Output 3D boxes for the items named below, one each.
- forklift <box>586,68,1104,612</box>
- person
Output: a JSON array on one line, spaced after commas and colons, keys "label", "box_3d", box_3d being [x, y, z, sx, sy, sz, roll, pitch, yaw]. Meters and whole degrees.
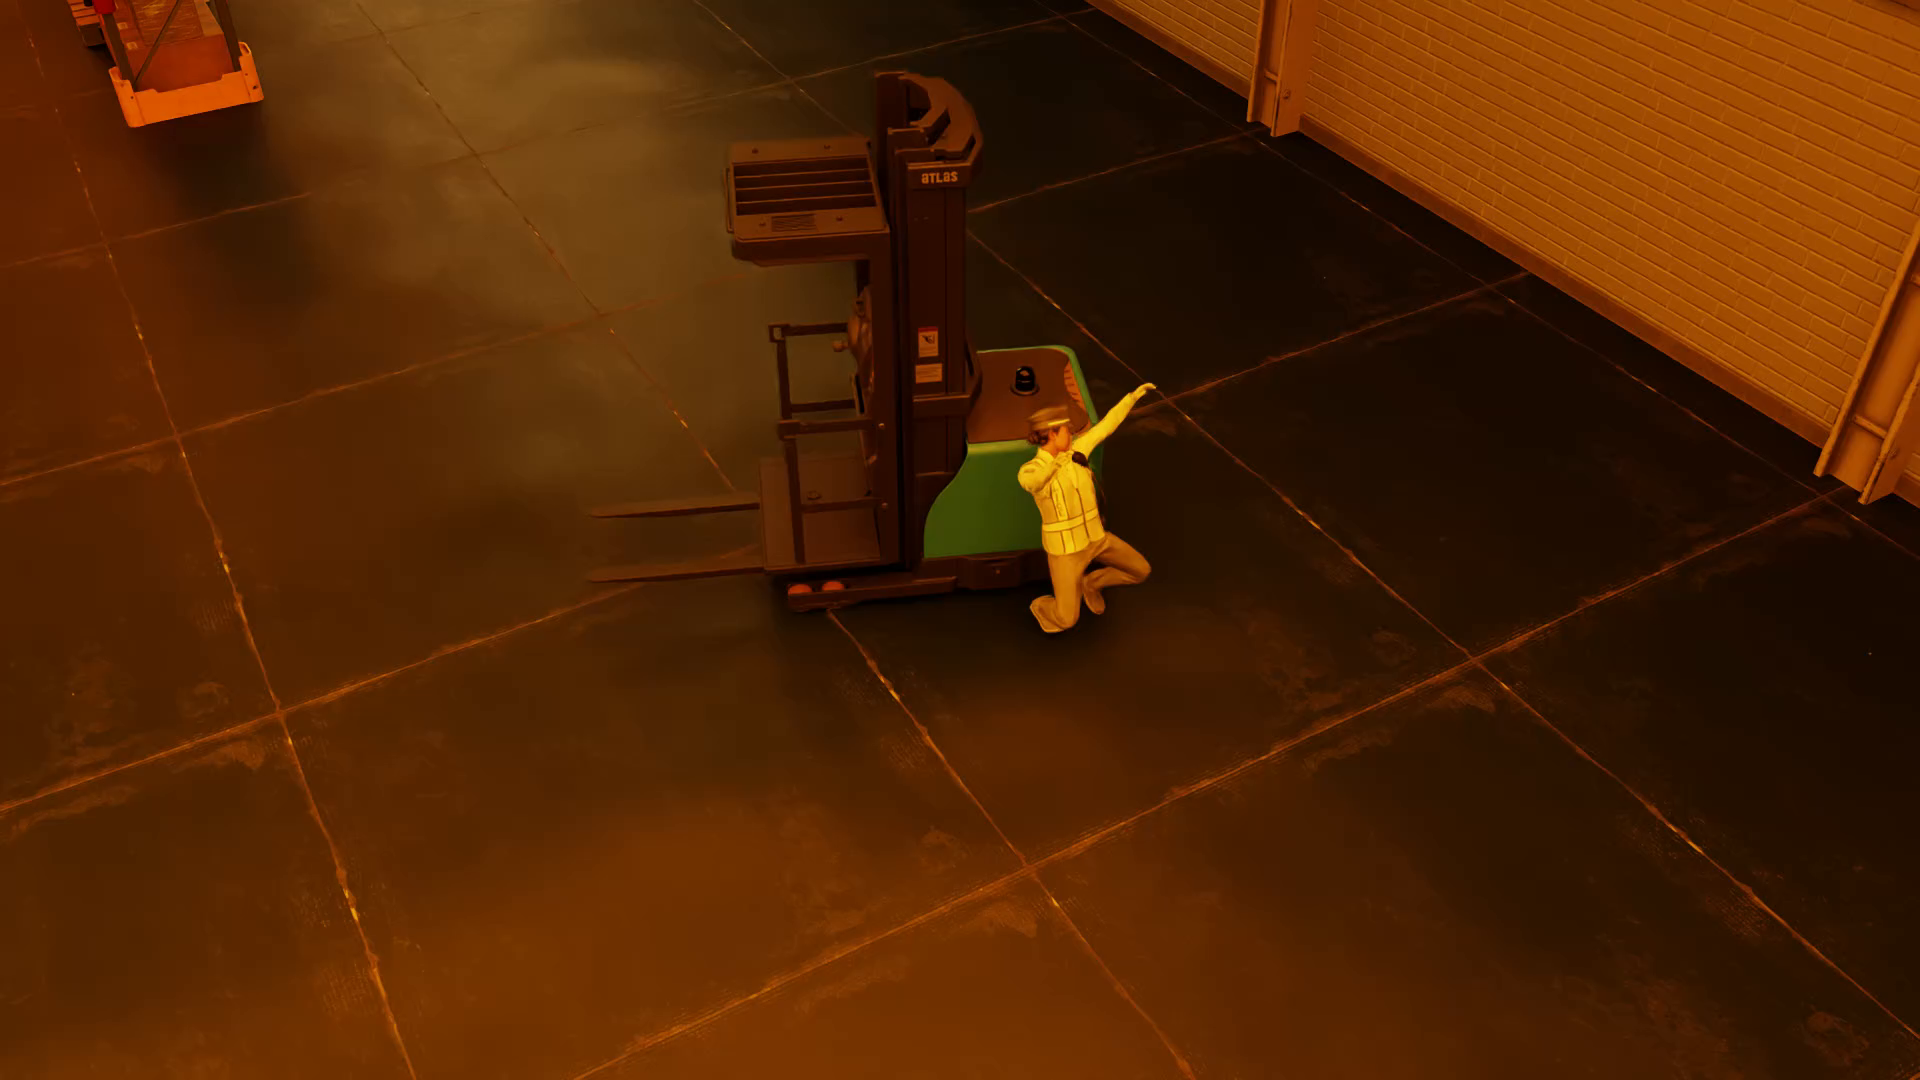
[{"label": "forklift", "box_3d": [-0.728, -1.064, 9.319, 3.031, 2.935, 1.130, -5, 40, -6]}, {"label": "person", "box_3d": [0.656, -0.133, 9.299, 0.880, 1.532, 0.760, -29, 47, -30]}]
